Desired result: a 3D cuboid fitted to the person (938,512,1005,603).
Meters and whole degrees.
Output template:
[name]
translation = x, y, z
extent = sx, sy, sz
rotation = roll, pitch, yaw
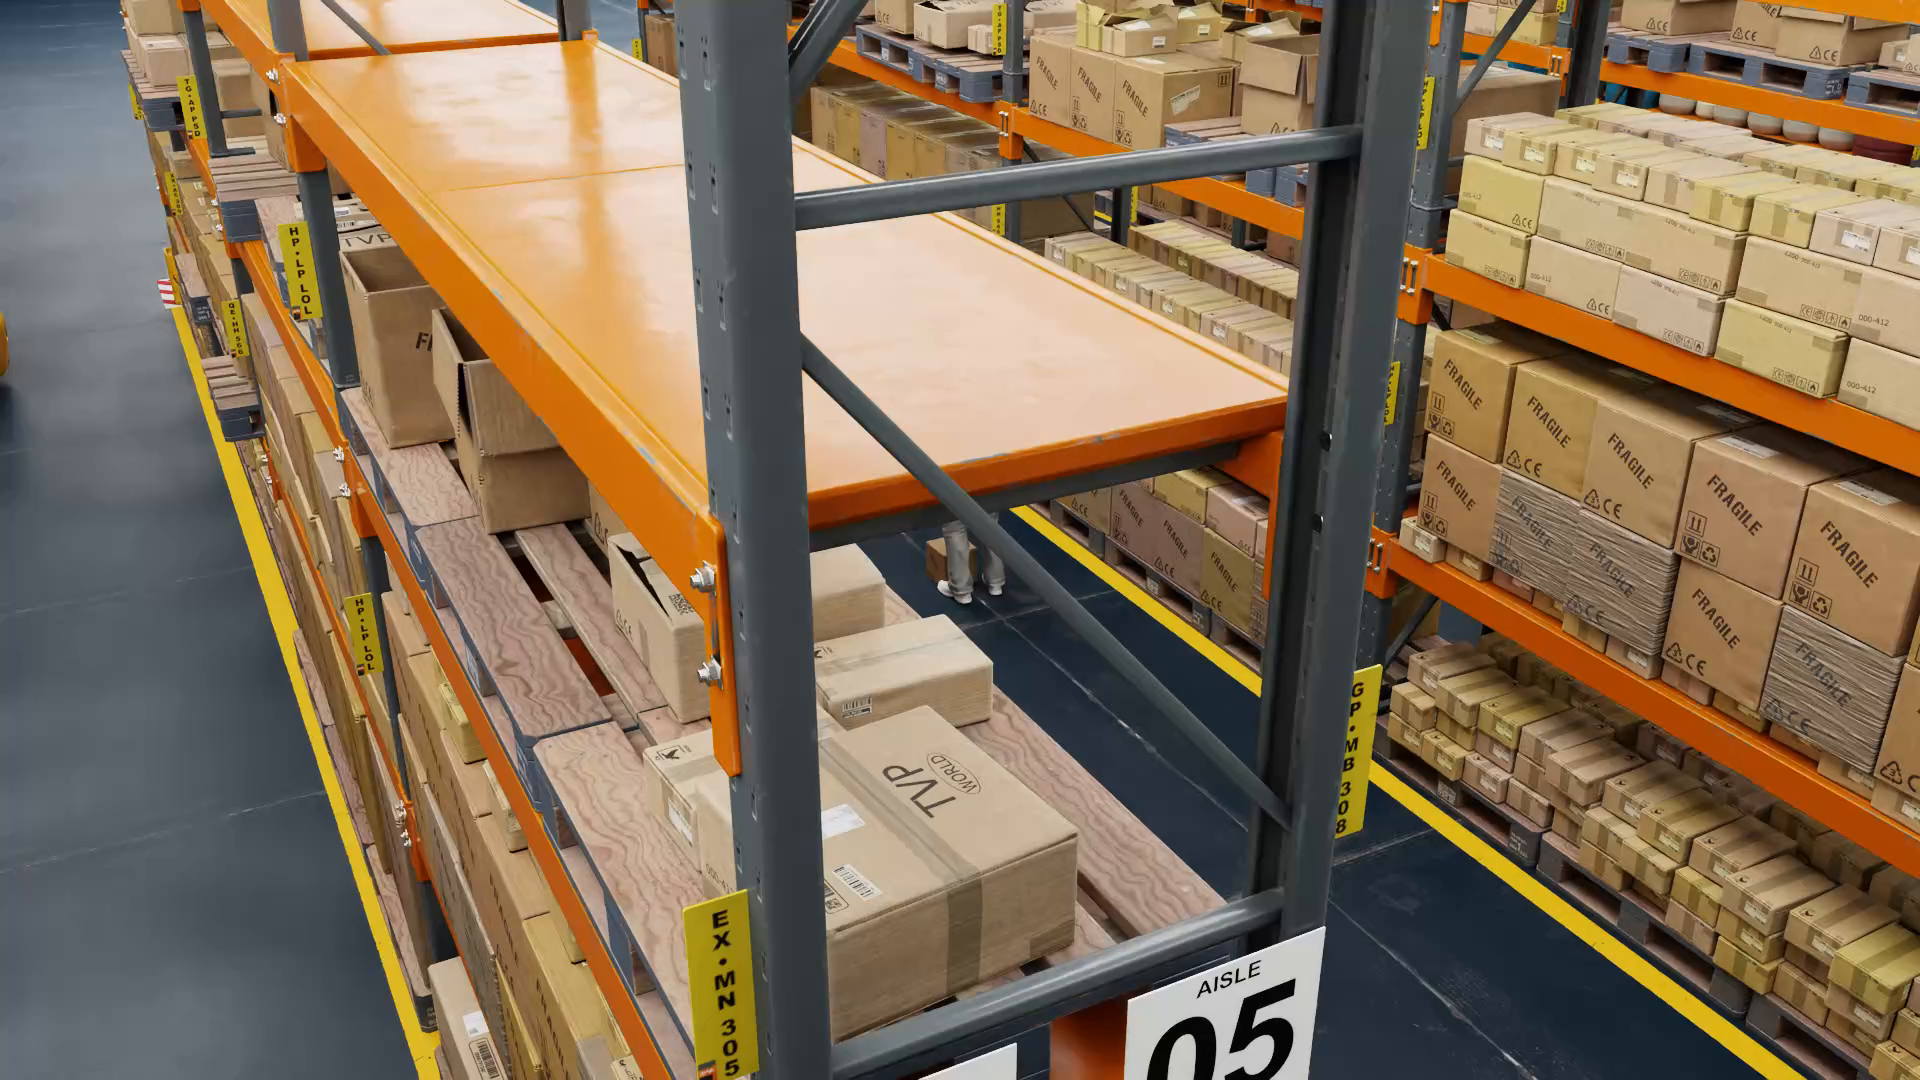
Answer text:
[person]
translation = 0.069, -0.406, 10.474
extent = 0.495, 1.672, 0.352
rotation = -13, 29, -25
